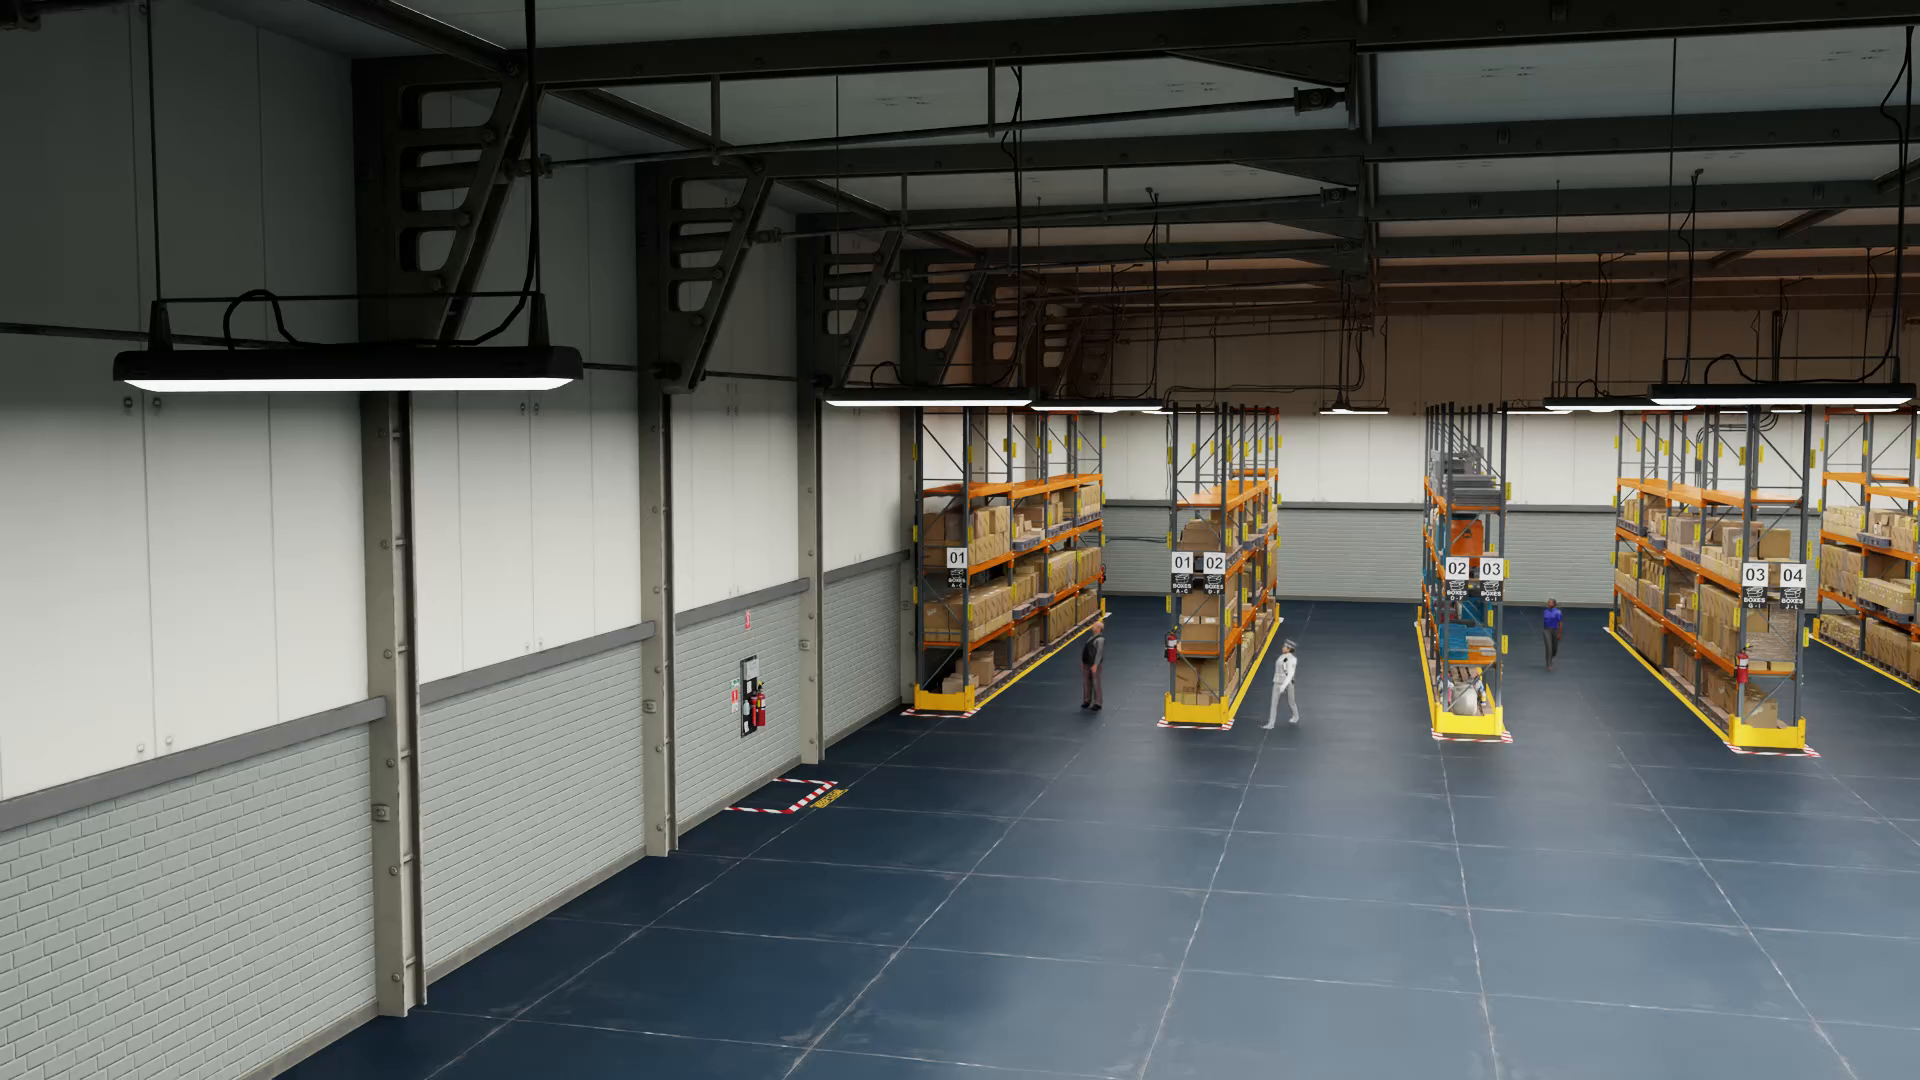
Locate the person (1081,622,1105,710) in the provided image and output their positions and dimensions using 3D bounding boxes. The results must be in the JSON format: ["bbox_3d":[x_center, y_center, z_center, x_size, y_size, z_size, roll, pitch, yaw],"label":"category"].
[{"bbox_3d":[2.614,2.454,32.622,0.430,1.710,0.582,-3,5,-34],"label":"person"}]

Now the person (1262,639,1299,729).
[{"bbox_3d":[5.955,2.637,30.613,0.474,1.634,1.033,2,5,29],"label":"person"}]

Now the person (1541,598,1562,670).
[{"bbox_3d":[13.449,2.114,37.831,0.418,1.605,0.880,0,4,4],"label":"person"}]

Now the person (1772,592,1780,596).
[{"bbox_3d":[21.523,1.741,44.084,0.670,1.429,0.488,-2,5,-29],"label":"person"}]
